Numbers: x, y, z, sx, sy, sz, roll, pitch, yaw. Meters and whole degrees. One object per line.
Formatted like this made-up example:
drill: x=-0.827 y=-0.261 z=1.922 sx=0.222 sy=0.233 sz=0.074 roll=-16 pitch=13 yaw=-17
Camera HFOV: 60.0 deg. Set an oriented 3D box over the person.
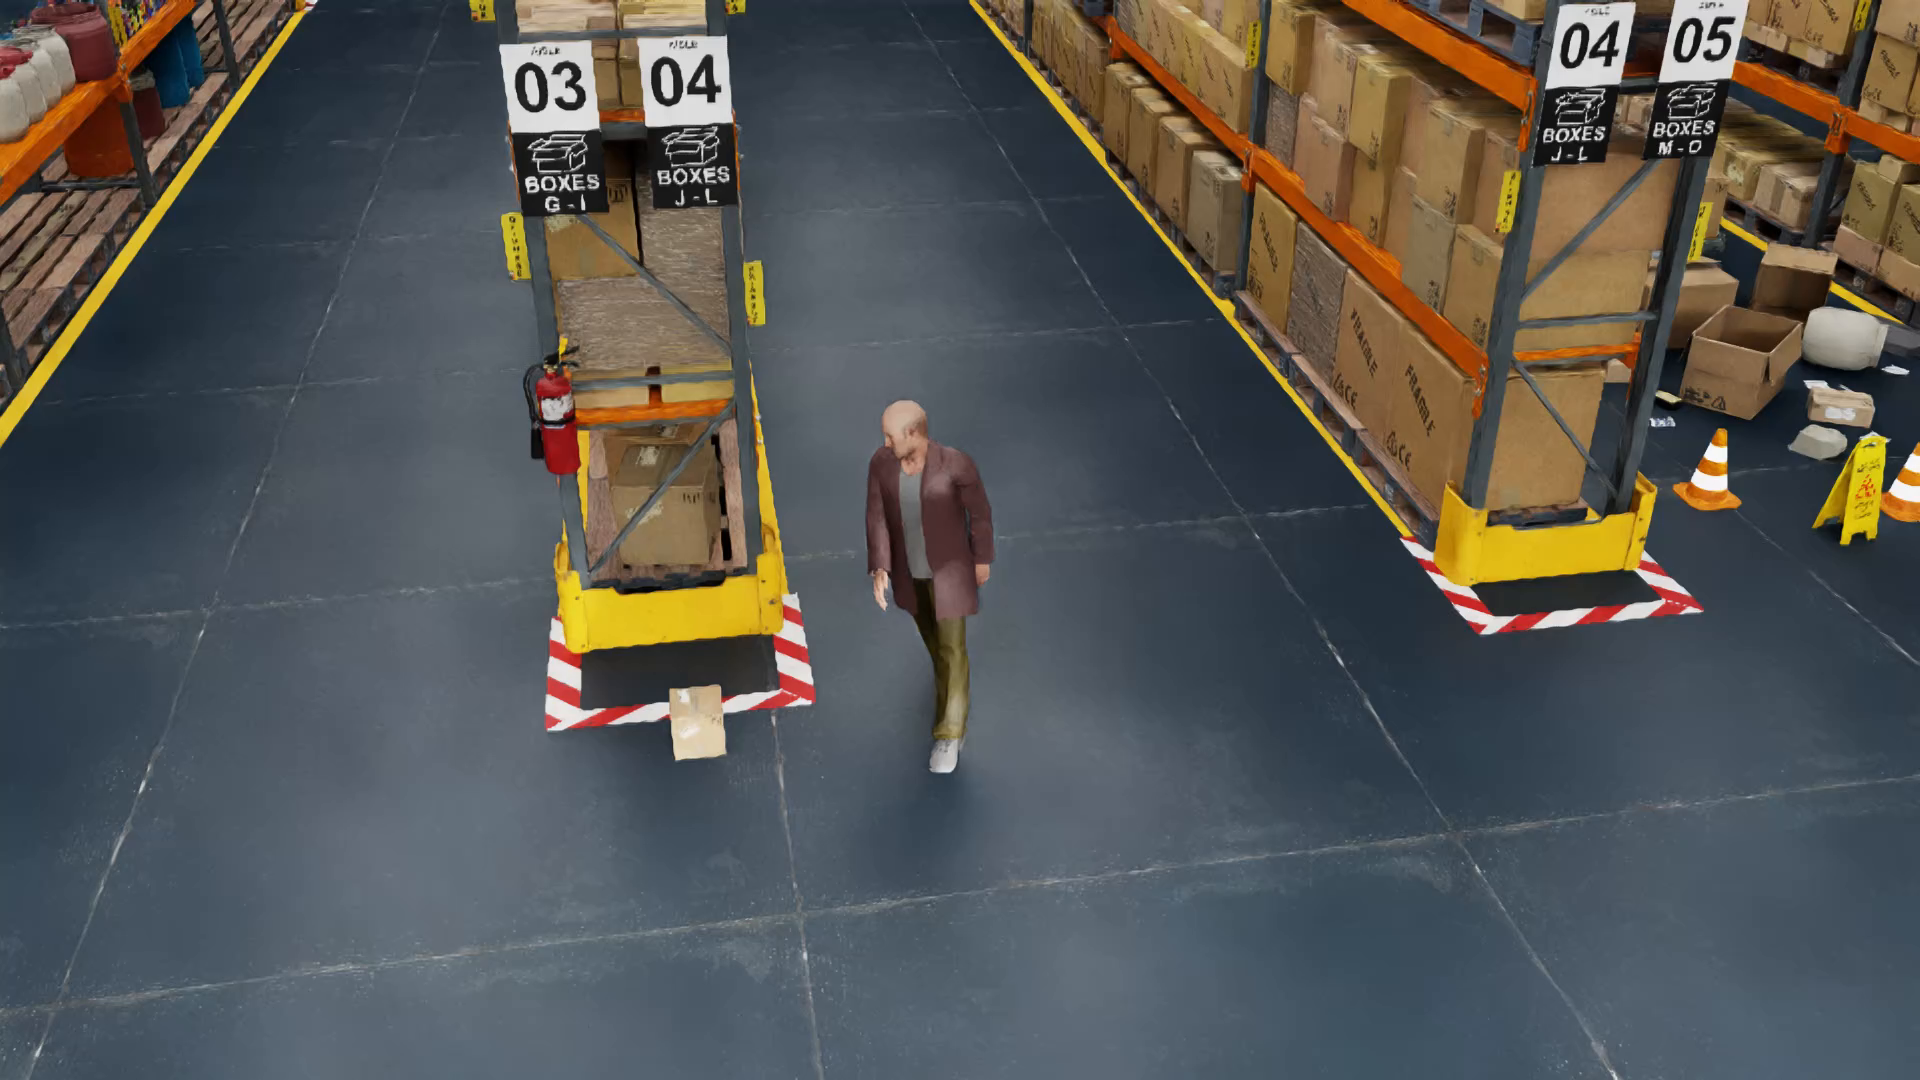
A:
person: x=-0.170 y=0.154 z=7.885 sx=0.610 sy=1.732 sz=0.909 roll=12 pitch=32 yaw=20
